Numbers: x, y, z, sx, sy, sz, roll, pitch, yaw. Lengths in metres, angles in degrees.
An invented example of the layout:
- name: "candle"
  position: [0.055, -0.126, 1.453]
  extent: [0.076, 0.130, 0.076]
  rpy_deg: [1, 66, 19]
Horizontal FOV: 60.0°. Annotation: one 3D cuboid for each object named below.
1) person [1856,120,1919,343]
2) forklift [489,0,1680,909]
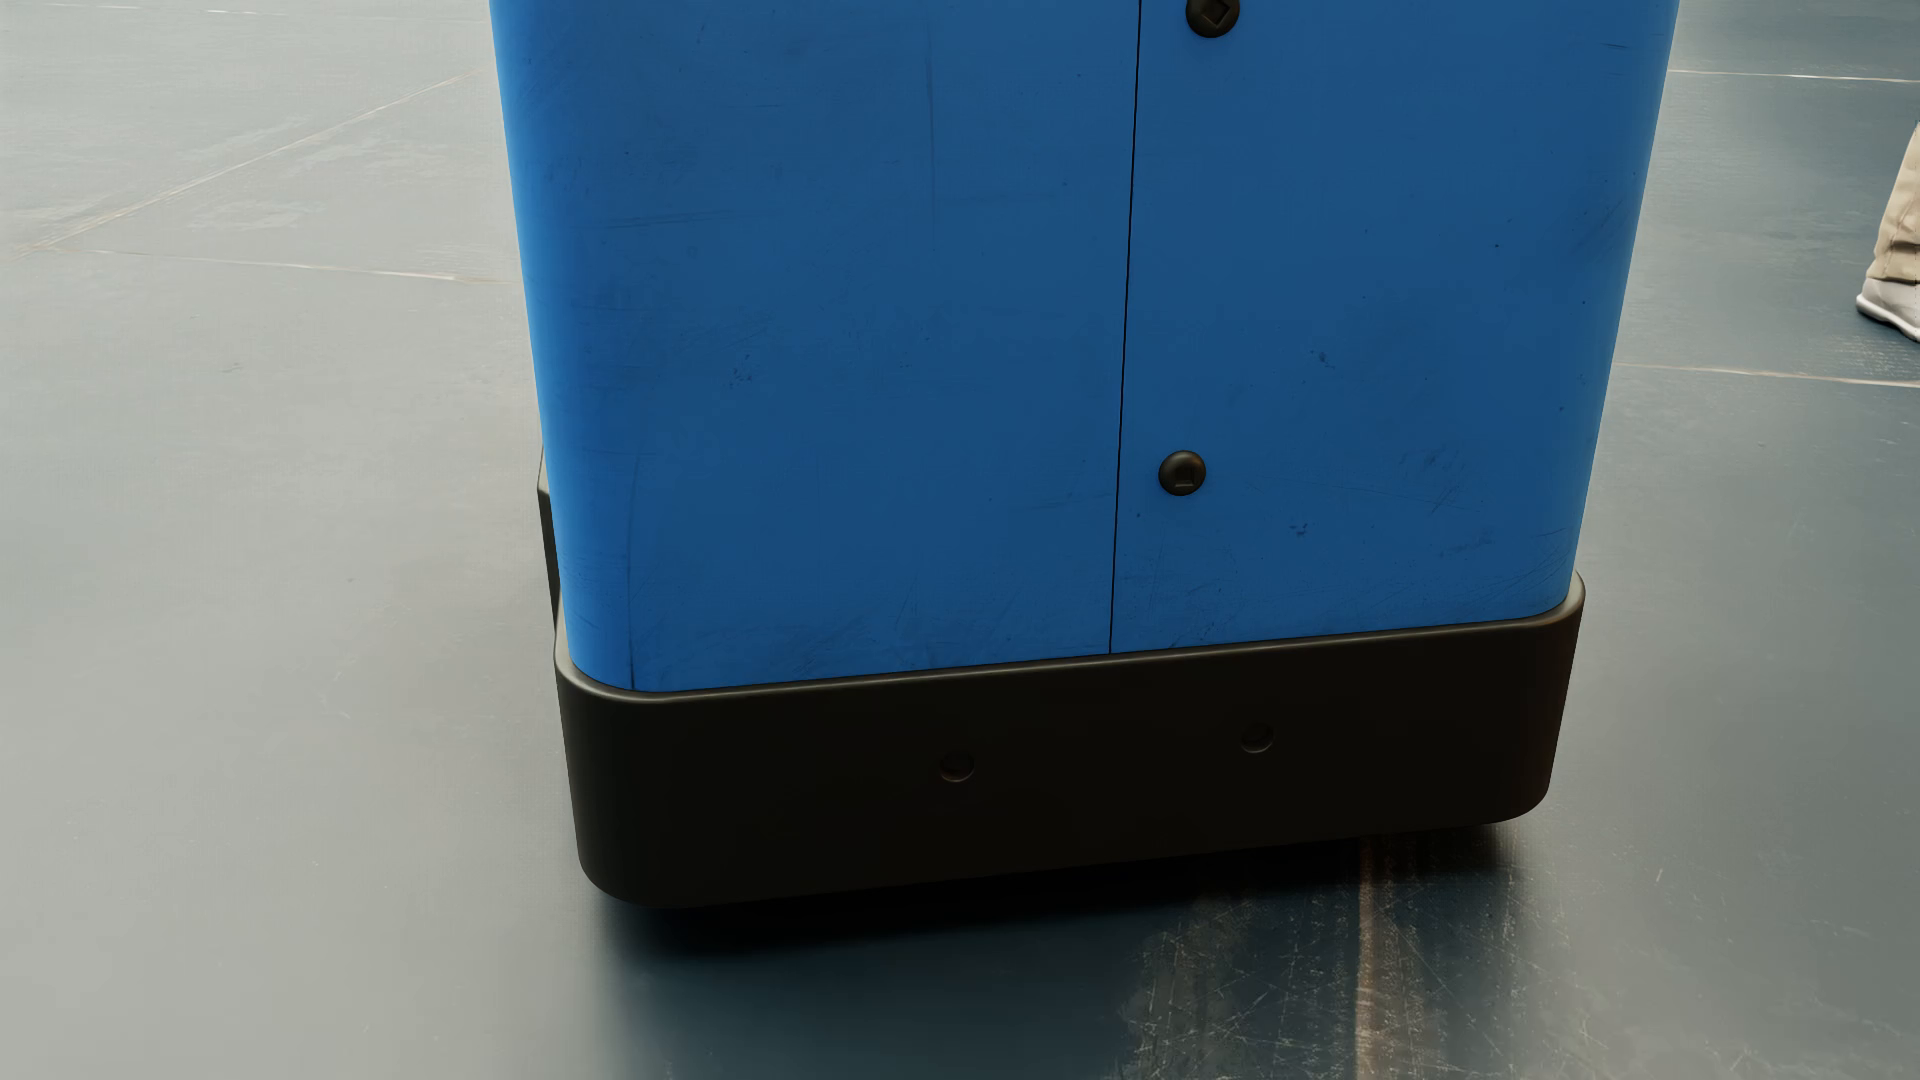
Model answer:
- name: "person"
  position: [2.080, -1.242, 3.046]
  extent: [0.599, 1.725, 0.402]
  rpy_deg: [-14, 30, -26]
- name: "forklift"
  position: [-0.103, -1.588, 2.393]
  extent: [1.130, 2.935, 3.031]
  rpy_deg: [-4, 27, -8]
